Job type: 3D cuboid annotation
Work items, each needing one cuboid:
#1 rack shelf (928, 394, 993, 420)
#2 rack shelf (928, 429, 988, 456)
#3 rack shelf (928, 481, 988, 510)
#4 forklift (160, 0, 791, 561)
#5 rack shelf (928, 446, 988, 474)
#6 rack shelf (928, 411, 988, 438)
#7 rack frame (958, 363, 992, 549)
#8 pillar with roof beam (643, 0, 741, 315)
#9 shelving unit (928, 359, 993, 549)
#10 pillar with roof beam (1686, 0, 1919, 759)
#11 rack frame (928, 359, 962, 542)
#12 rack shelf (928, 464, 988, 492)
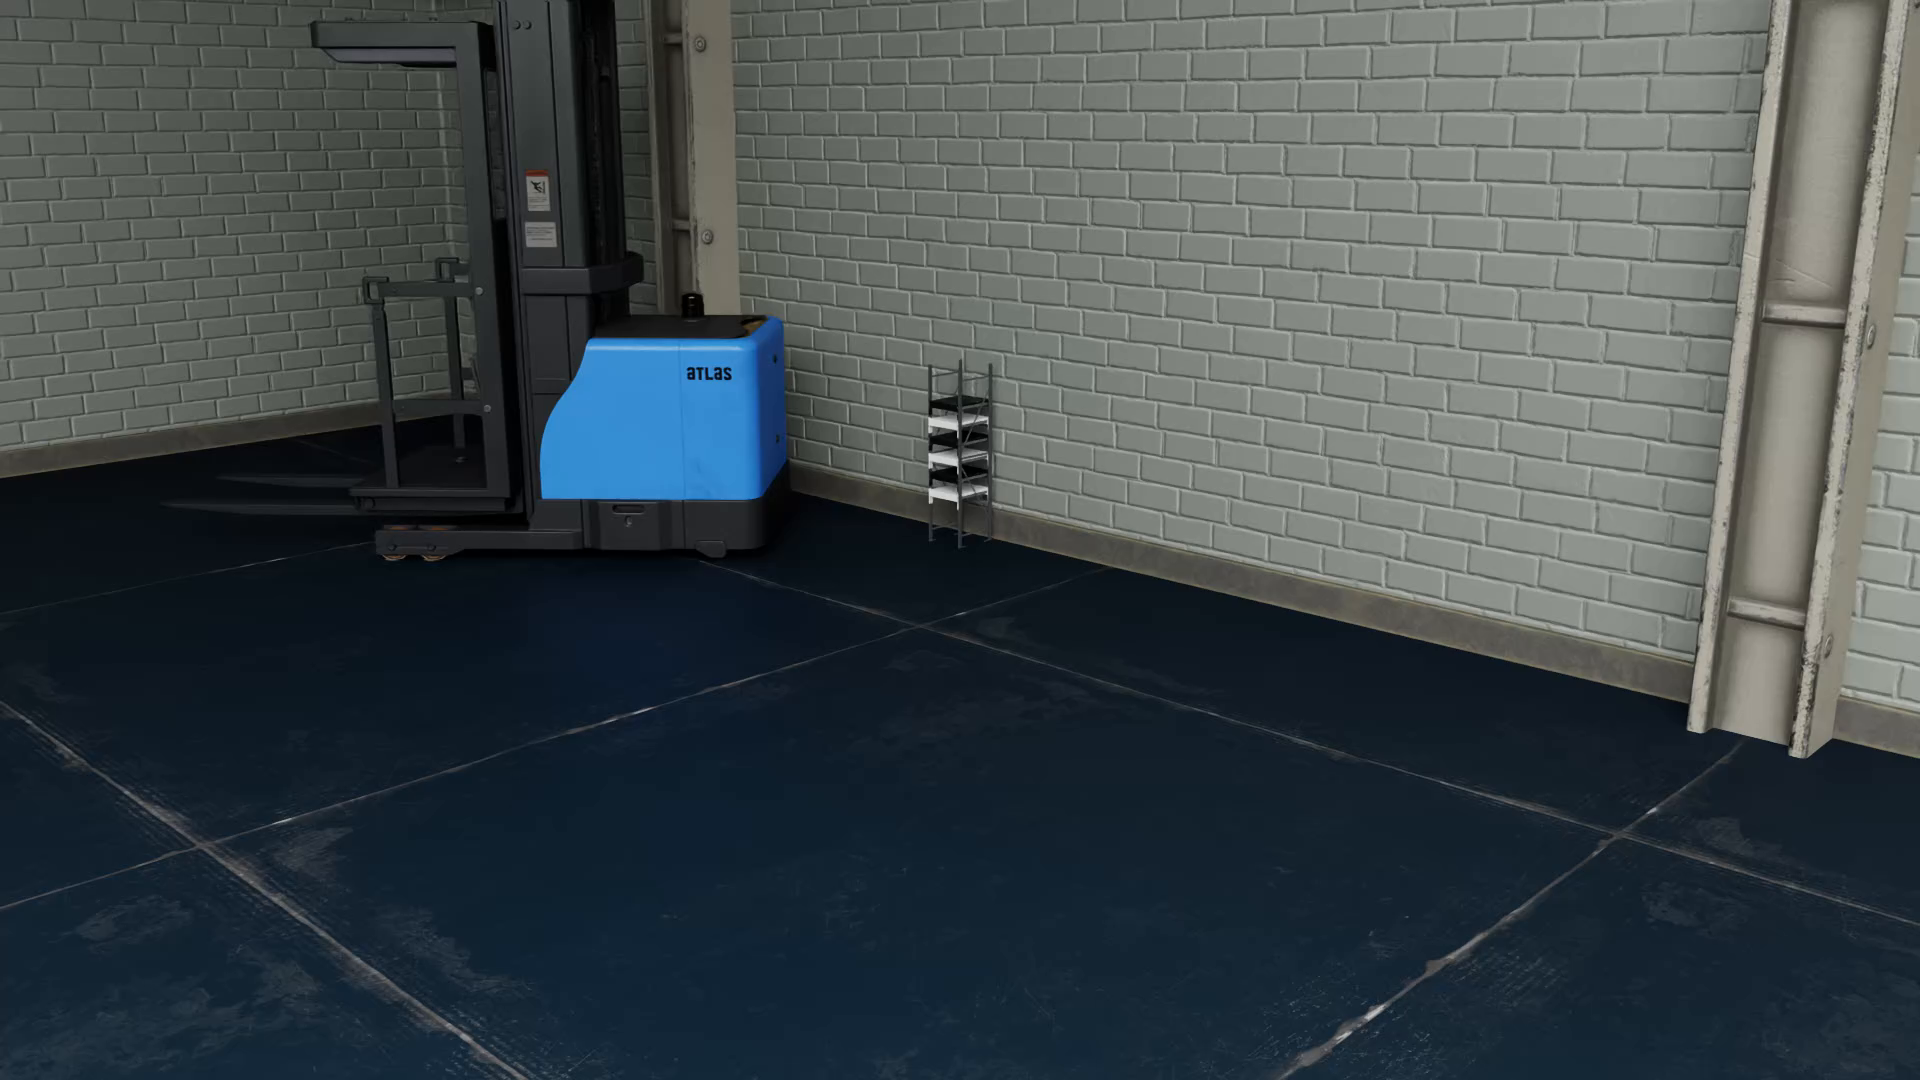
[{"bbox_3d":[0.001,-0.661,8.247,0.200,0.077,0.258,13,20,42],"label":"rack shelf"},{"bbox_3d":[0.001,-0.487,8.292,0.200,0.077,0.258,13,20,42],"label":"rack shelf"},{"bbox_3d":[0.001,-0.226,8.360,0.200,0.077,0.258,13,20,42],"label":"rack shelf"},{"bbox_3d":[-2.435,-1.448,8.175,3.031,2.935,1.130,1,15,2],"label":"forklift"},{"bbox_3d":[0.001,-0.400,8.315,0.200,0.077,0.258,13,20,42],"label":"rack shelf"},{"bbox_3d":[0.001,-0.574,8.269,0.200,0.077,0.258,13,20,42],"label":"rack shelf"},{"bbox_3d":[0.075,-0.415,8.239,0.006,0.900,0.240,13,20,42],"label":"rack frame"},{"bbox_3d":[-4.498,-3.948,5.736,0.400,9.000,9.100,14,20,42],"label":"pillar with roof beam"},{"bbox_3d":[0.001,-0.432,8.306,0.210,0.900,0.258,13,20,42],"label":"shelving unit"},{"bbox_3d":[-0.179,-2.898,1.706,0.400,9.000,9.100,14,20,42],"label":"pillar with roof beam"},{"bbox_3d":[-0.073,-0.450,8.374,0.006,0.900,0.240,13,20,42],"label":"rack frame"},{"bbox_3d":[0.001,-0.313,8.337,0.200,0.077,0.258,13,20,42],"label":"rack shelf"}]
